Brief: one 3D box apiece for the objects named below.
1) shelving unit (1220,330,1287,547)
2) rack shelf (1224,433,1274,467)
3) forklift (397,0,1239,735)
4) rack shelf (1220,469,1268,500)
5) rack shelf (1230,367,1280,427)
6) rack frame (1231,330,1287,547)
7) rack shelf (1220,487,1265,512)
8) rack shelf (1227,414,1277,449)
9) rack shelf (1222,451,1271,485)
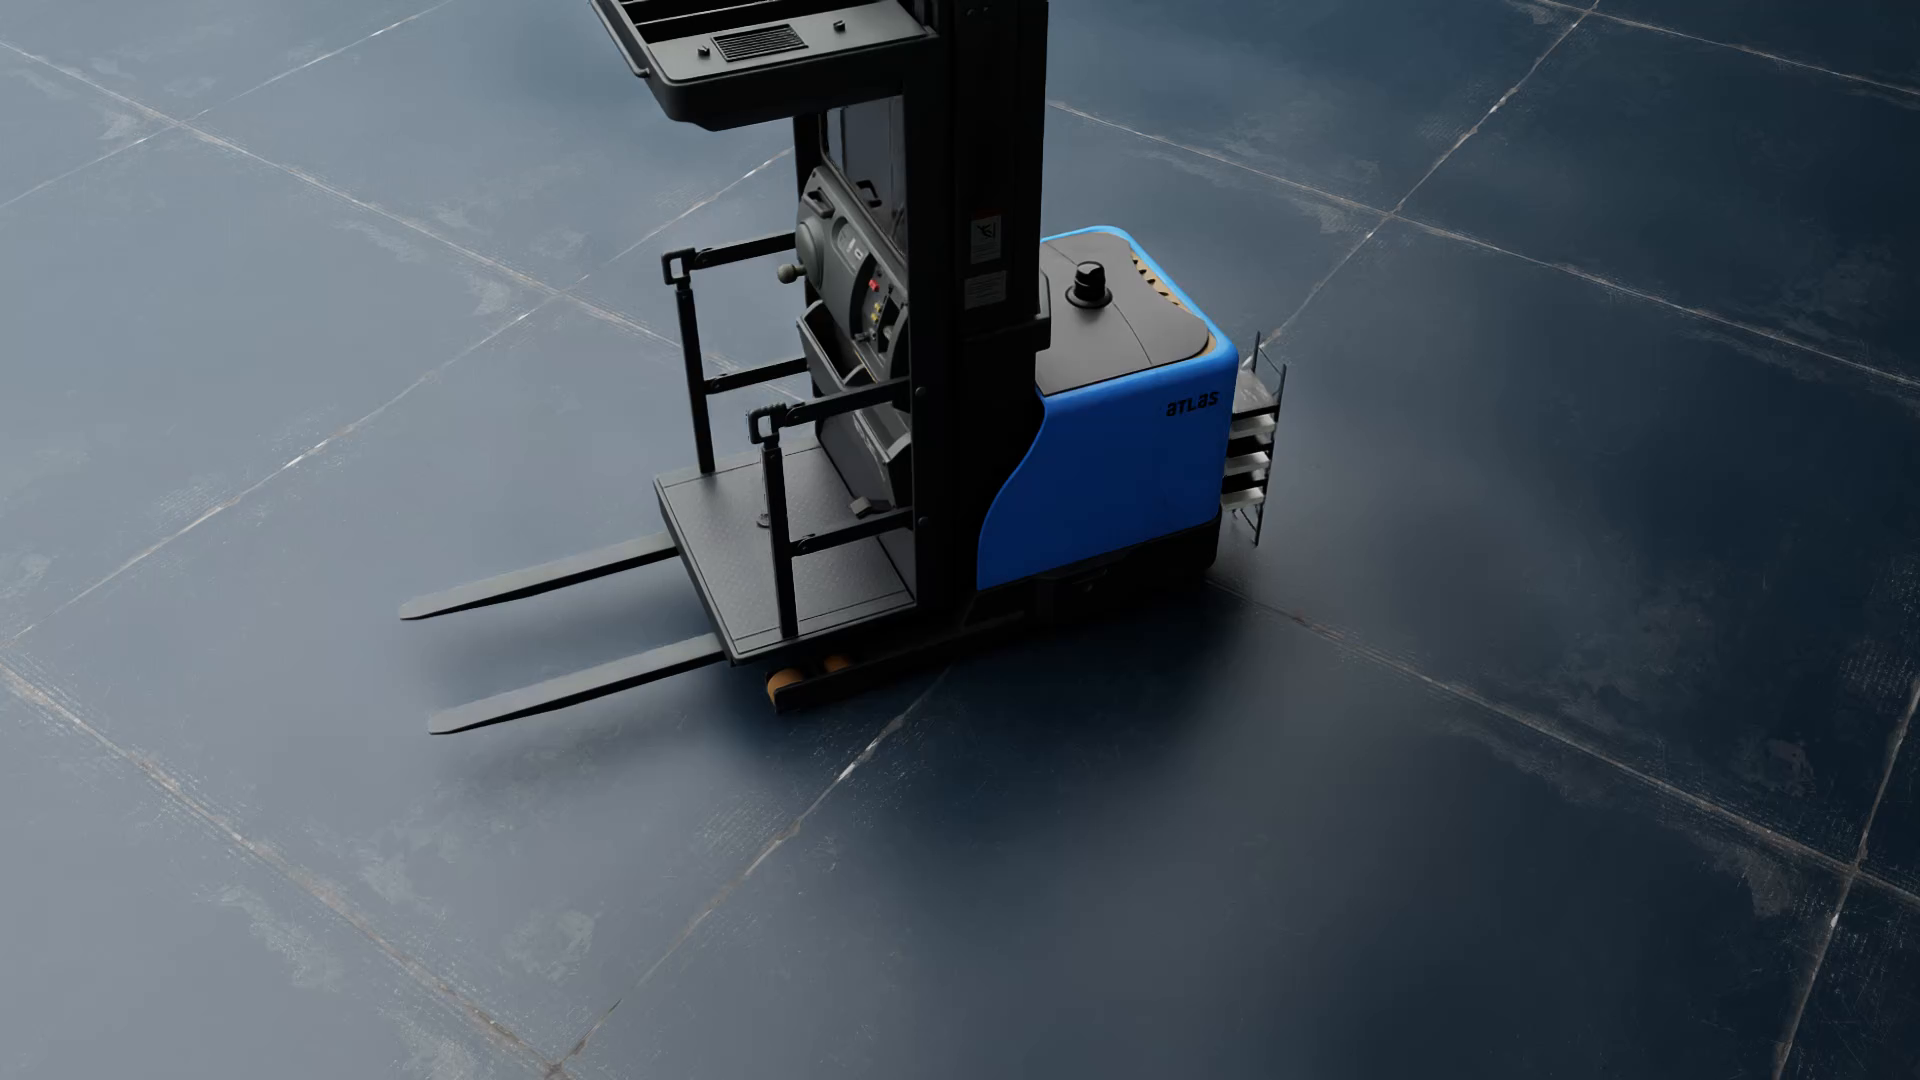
[{"bbox_3d":[1.067,-0.363,6.481,0.210,0.900,0.258,-12,43,-13],"label":"shelving unit"},{"bbox_3d":[1.067,-0.405,6.443,0.200,0.077,0.258,-12,43,-13],"label":"rack shelf"},{"bbox_3d":[-0.553,-0.867,5.521,3.031,2.935,1.130,-16,44,-17],"label":"forklift"},{"bbox_3d":[1.067,-0.271,6.563,0.200,0.077,0.258,-12,43,-13],"label":"rack shelf"},{"bbox_3d":[1.067,-0.539,6.323,0.200,0.077,0.258,-12,43,-13],"label":"rack shelf"},{"bbox_3d":[1.163,-0.384,6.504,0.006,0.900,0.240,-12,43,-13],"label":"rack frame"},{"bbox_3d":[1.067,-0.204,6.623,0.200,0.077,0.258,-12,43,-13],"label":"rack shelf"},{"bbox_3d":[1.067,-0.472,6.383,0.200,0.077,0.258,-12,43,-13],"label":"rack shelf"},{"bbox_3d":[1.067,-0.338,6.503,0.200,0.077,0.258,-12,43,-13],"label":"rack shelf"}]
